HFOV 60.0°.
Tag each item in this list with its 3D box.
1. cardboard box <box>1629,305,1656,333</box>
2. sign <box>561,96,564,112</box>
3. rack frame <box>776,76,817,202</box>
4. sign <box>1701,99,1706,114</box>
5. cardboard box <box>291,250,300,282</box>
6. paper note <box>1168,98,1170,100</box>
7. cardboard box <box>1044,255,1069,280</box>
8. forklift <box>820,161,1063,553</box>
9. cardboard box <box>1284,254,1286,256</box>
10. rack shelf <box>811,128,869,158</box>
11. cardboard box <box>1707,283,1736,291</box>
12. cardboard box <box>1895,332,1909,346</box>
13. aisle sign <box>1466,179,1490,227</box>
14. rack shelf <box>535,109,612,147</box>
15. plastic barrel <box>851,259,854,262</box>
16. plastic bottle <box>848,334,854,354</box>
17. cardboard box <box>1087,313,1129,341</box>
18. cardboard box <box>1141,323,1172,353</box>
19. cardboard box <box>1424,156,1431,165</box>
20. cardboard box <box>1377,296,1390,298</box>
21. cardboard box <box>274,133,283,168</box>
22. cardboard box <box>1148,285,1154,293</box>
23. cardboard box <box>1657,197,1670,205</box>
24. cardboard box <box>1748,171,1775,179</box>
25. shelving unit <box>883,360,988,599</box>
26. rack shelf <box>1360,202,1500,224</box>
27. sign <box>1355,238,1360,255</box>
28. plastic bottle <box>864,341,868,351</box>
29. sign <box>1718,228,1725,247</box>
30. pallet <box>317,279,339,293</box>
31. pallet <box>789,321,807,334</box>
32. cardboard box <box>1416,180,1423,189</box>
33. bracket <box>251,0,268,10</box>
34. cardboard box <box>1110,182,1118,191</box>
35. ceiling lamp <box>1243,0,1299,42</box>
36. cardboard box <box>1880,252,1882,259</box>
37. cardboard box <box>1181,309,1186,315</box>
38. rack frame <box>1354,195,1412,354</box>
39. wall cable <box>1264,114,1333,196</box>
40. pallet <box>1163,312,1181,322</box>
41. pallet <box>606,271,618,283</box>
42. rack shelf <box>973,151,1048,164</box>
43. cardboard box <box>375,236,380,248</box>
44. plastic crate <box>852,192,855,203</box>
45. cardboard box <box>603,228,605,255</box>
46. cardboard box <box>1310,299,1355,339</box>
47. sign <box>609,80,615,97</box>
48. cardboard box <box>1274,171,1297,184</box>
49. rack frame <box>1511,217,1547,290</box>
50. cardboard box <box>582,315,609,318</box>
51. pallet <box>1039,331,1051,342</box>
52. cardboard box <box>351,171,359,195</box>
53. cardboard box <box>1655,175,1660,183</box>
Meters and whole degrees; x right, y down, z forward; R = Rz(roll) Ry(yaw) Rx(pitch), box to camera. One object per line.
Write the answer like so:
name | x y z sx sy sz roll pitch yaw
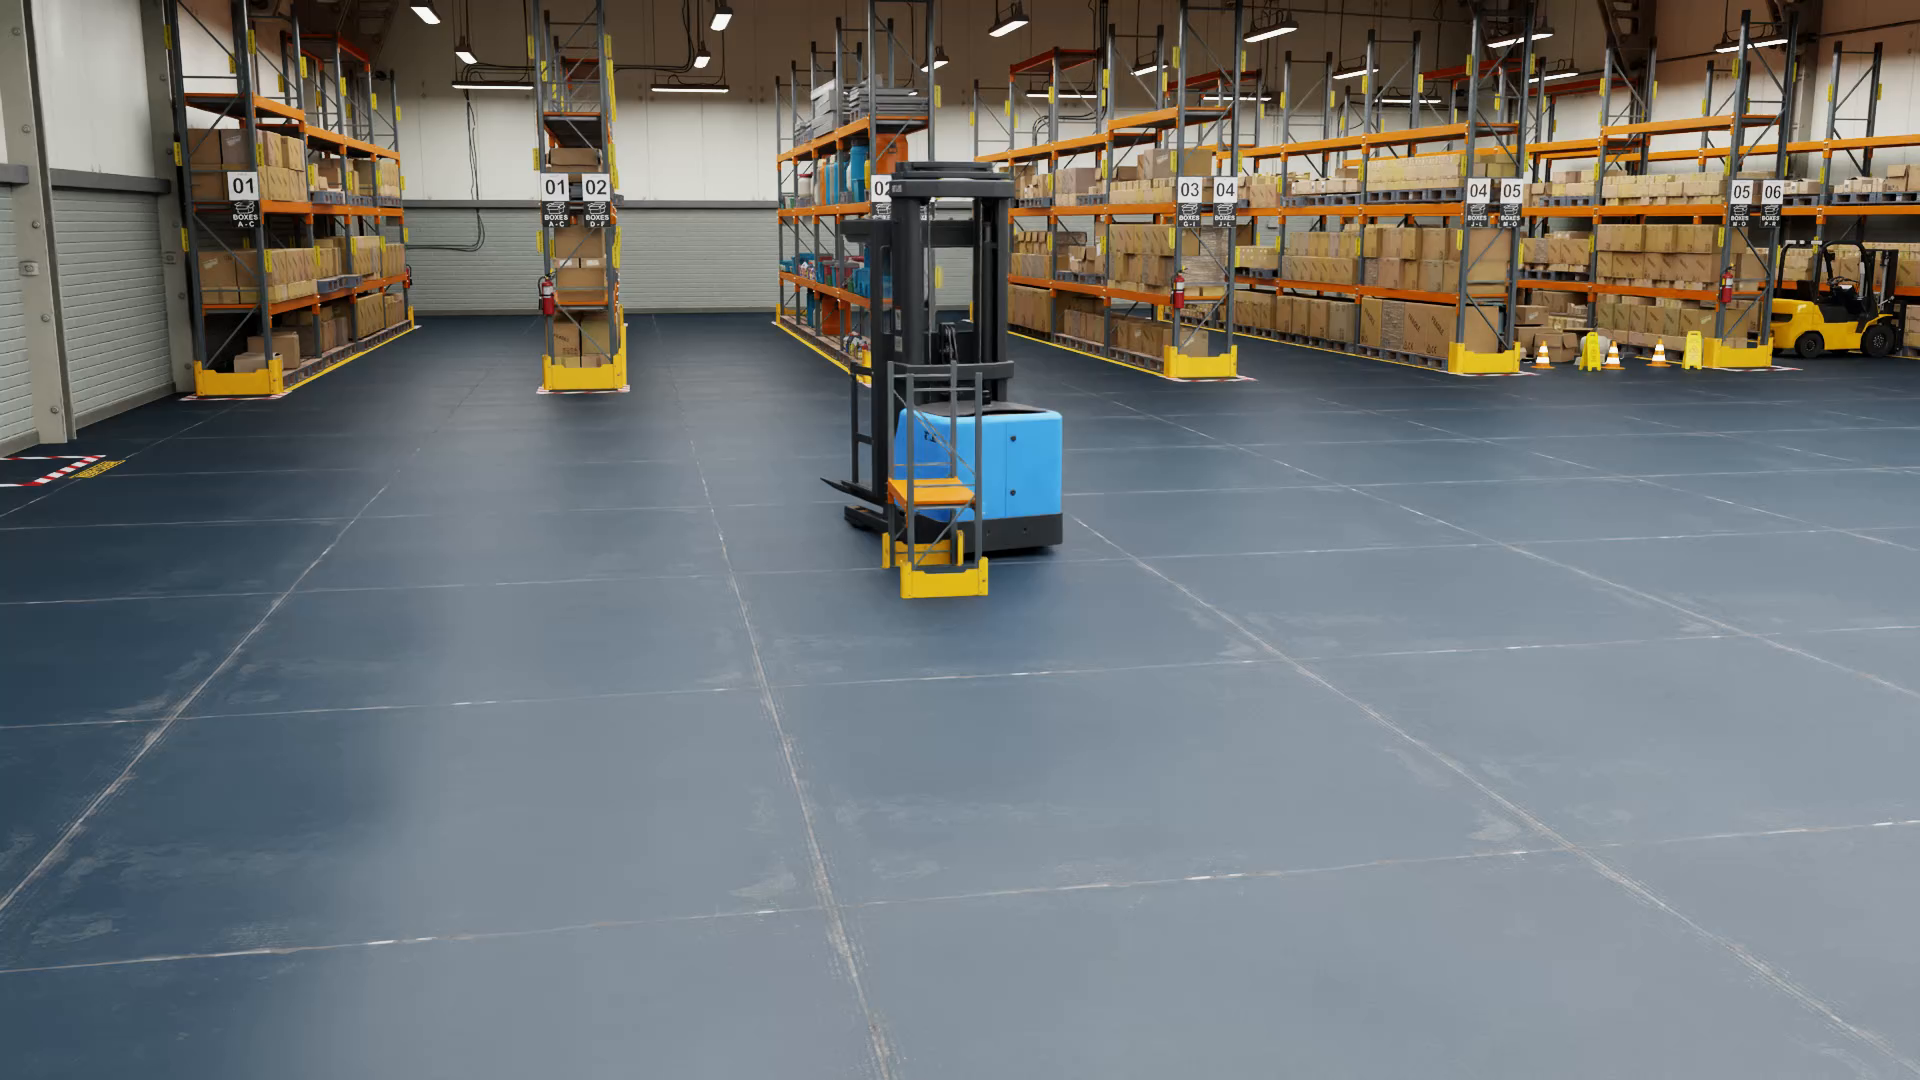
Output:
cardboard box | 12.973 -4.166 31.290 0.500 0.500 0.500 -2 11 -8
sign | -8.622 -9.429 35.960 0.100 0.325 0.005 -2 11 -11
rack frame | -4.004 -9.861 40.938 1.000 3.000 0.127 -2 11 -11
sign | 16.469 -9.592 36.813 0.100 0.325 0.005 -2 11 -11
cardboard box | -10.701 -4.302 26.120 0.500 0.500 0.500 -2 11 -9
paper note | 5.300 -11.181 42.175 0.001 0.032 0.123 -2 11 -11
cardboard box | 2.071 -5.757 35.155 0.500 0.500 0.500 -2 11 -9
forklift | -0.305 -1.555 13.525 1.130 2.935 3.031 -5 12 -25
cardboard box | 7.288 -6.212 36.565 0.380 0.149 0.250 -2 11 -13
rack shelf | -2.059 -7.477 31.407 1.077 0.370 4.000 -2 11 -11
cardboard box | 13.404 -4.457 29.264 0.380 0.149 0.250 -2 11 -9
cardboard box | 17.978 -3.815 31.448 0.500 0.250 0.500 -2 11 -10
aisle sign | 8.570 -5.574 27.509 0.394 0.787 0.004 -2 11 -11
rack shelf | -6.141 -6.564 26.609 1.077 0.370 4.000 -2 11 -11
plastic barrel | -1.957 -5.243 32.423 0.421 0.512 0.421 0 11 0
plastic bottle | -1.884 -3.430 29.103 0.144 0.351 0.185 -3 11 -13
cardboard box | 2.906 -4.185 32.673 0.700 0.500 0.500 -3 11 -16
cardboard box | 3.543 -3.581 29.550 0.500 0.500 0.500 -3 11 -16
cardboard box | 8.256 -6.554 28.735 0.380 0.149 0.250 -2 11 -11
cardboard box | 11.161 -5.952 42.173 0.875 0.438 0.875 -2 11 -13
cardboard box | -10.606 -5.910 25.206 0.500 0.500 0.500 -2 11 -9
cardboard box | 3.449 -4.309 28.488 0.380 0.149 0.250 -2 11 -11
cardboard box | 13.000 -6.205 30.426 0.380 0.149 0.250 -2 11 -12
cardboard box | 17.099 -7.618 35.518 0.500 0.500 0.500 -2 11 -10
shelving unit | -0.188 -0.453 11.564 0.587 1.500 1.083 -2 11 -9
rack shelf | 8.462 -5.808 29.592 1.077 0.370 4.000 -2 11 -11
sign | 7.542 -5.563 31.518 0.100 0.325 0.005 -2 11 -11
plastic bottle | -1.598 -3.233 28.249 0.061 0.283 0.133 -2 11 -11
sign | 13.138 -5.227 28.696 0.100 0.325 0.005 -2 11 -11
pallet | -11.394 -4.404 28.825 1.003 0.211 1.213 -2 11 -11
pallet | -3.408 -4.944 38.606 1.003 0.211 1.213 -2 11 -11
cardboard box | 8.207 -6.209 29.052 0.380 0.149 0.250 -2 11 -11
bracket | -12.333 -9.469 29.250 0.235 0.232 0.430 -2 11 -11
cardboard box | 2.949 -6.418 30.206 0.380 0.149 0.250 -2 11 -13
ceiling lamp | 5.917 -10.783 30.172 0.800 3.185 2.000 -2 11 -11
cardboard box | 17.862 -5.450 31.806 0.380 0.149 0.250 -2 11 -12
cardboard box | 5.761 -5.720 41.731 0.380 0.149 0.250 -3 11 -14
rack frame | 8.073 -5.055 31.732 1.000 3.000 0.127 -2 11 -11
wall cable | 9.930 -11.461 49.346 2.355 3.000 0.029 -2 11 -11
pallet | 5.877 -5.722 42.693 1.003 0.211 1.213 -2 11 -11
pallet | -7.509 -5.295 33.505 1.213 0.211 1.003 -2 11 -11
rack shelf | 1.243 -9.124 40.062 1.077 0.370 4.000 -2 11 -11
cardboard box | -12.603 -6.317 35.241 0.500 0.250 0.500 -2 11 -10
plastic crate | -1.631 -5.783 28.103 0.336 0.188 0.450 -2 11 -11
cardboard box | -6.241 -4.954 27.467 0.700 0.500 0.500 -2 11 -11
cardboard box | 7.680 -4.444 33.415 1.050 0.750 0.750 -2 11 -11
sign | -6.764 -8.772 32.294 0.100 0.325 0.005 -2 11 -11
cardboard box | 6.961 -7.752 35.566 0.396 0.266 0.258 -2 11 -11
rack frame | 15.443 -7.636 45.291 1.000 3.000 0.127 -2 11 -11
cardboard box | -6.039 -3.497 27.770 0.500 0.500 0.500 -2 11 -11
pallet | 2.330 -4.404 35.771 1.003 0.211 1.213 -2 11 -11
cardboard box | -12.709 -7.294 34.028 0.700 0.500 0.500 -2 11 -12
cardboard box | 13.033 -6.644 30.596 0.380 0.149 0.250 -2 11 -10
